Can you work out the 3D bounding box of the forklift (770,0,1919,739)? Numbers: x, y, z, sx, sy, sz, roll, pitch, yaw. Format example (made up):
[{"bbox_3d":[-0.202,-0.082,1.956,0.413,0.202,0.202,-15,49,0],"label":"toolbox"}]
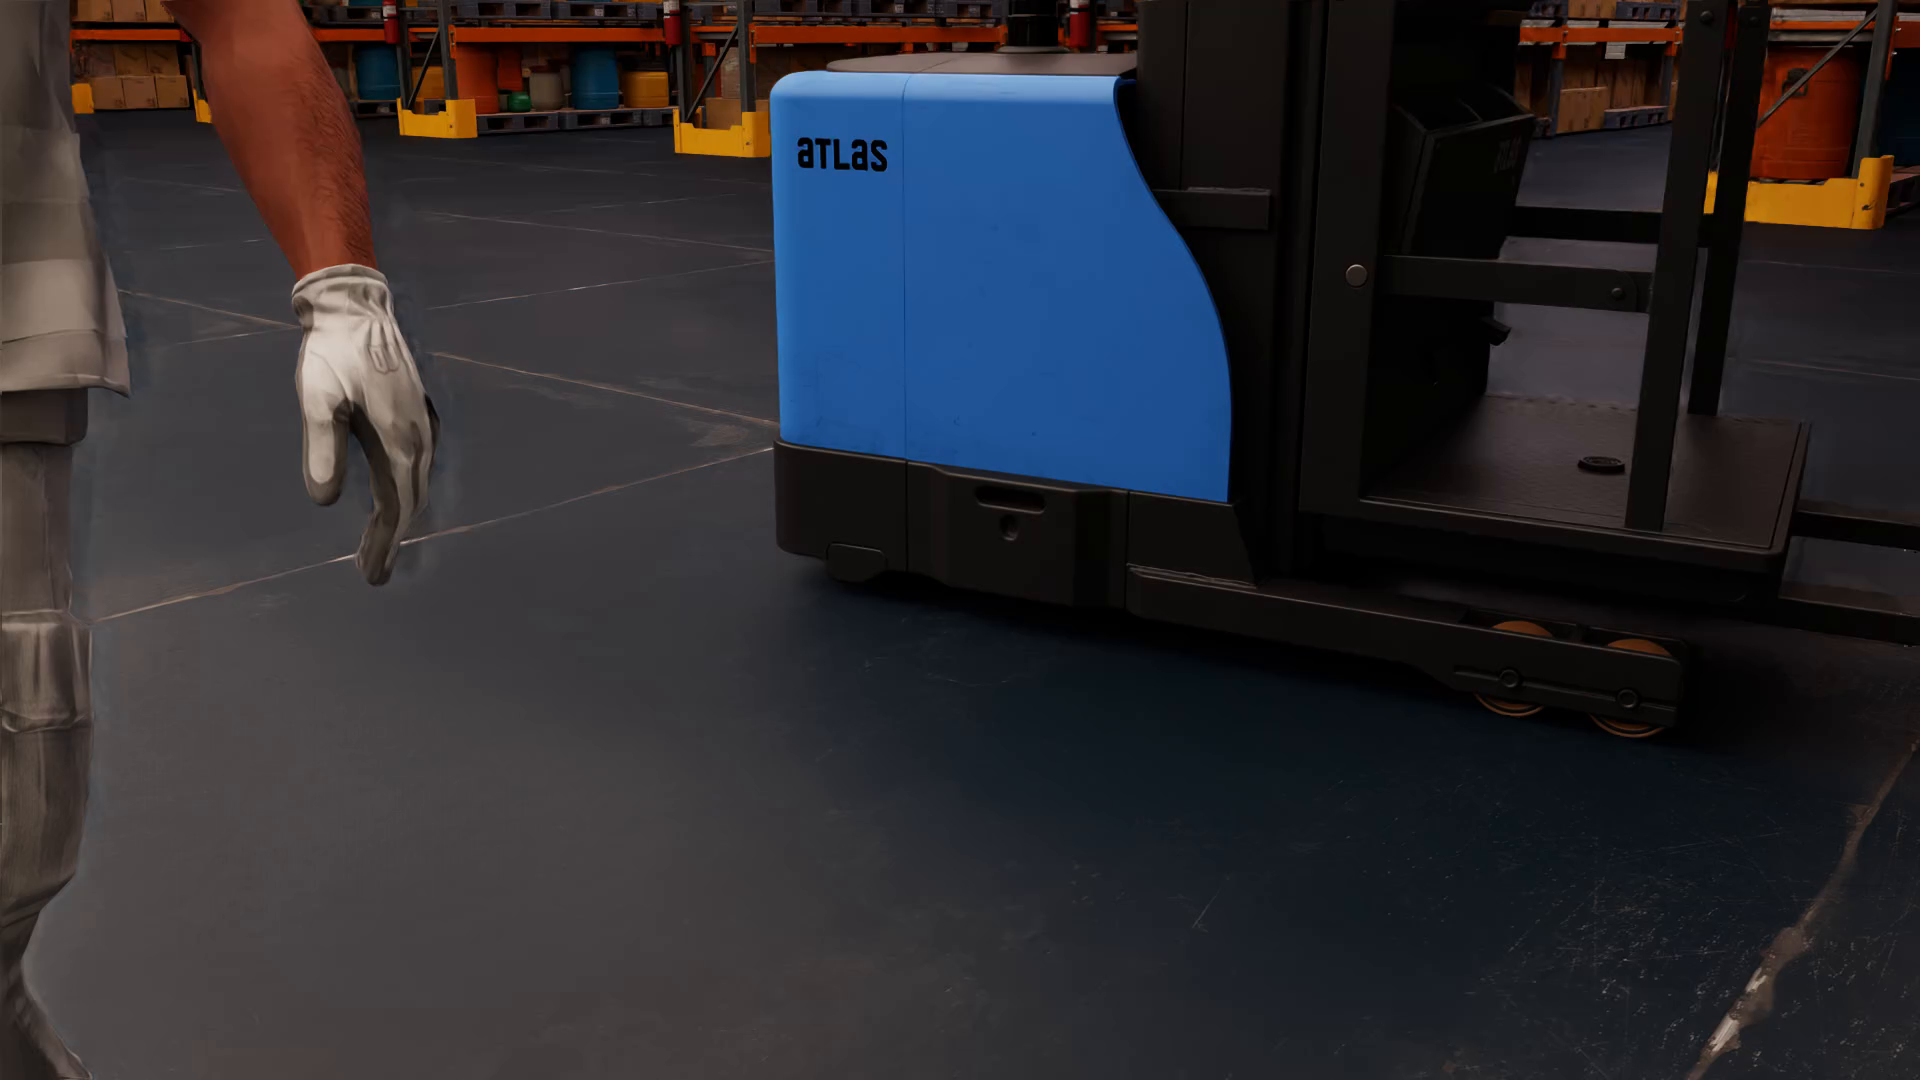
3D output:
[{"bbox_3d":[1.140,-1.241,2.984,3.031,2.935,1.130,9,19,27],"label":"forklift"}]
